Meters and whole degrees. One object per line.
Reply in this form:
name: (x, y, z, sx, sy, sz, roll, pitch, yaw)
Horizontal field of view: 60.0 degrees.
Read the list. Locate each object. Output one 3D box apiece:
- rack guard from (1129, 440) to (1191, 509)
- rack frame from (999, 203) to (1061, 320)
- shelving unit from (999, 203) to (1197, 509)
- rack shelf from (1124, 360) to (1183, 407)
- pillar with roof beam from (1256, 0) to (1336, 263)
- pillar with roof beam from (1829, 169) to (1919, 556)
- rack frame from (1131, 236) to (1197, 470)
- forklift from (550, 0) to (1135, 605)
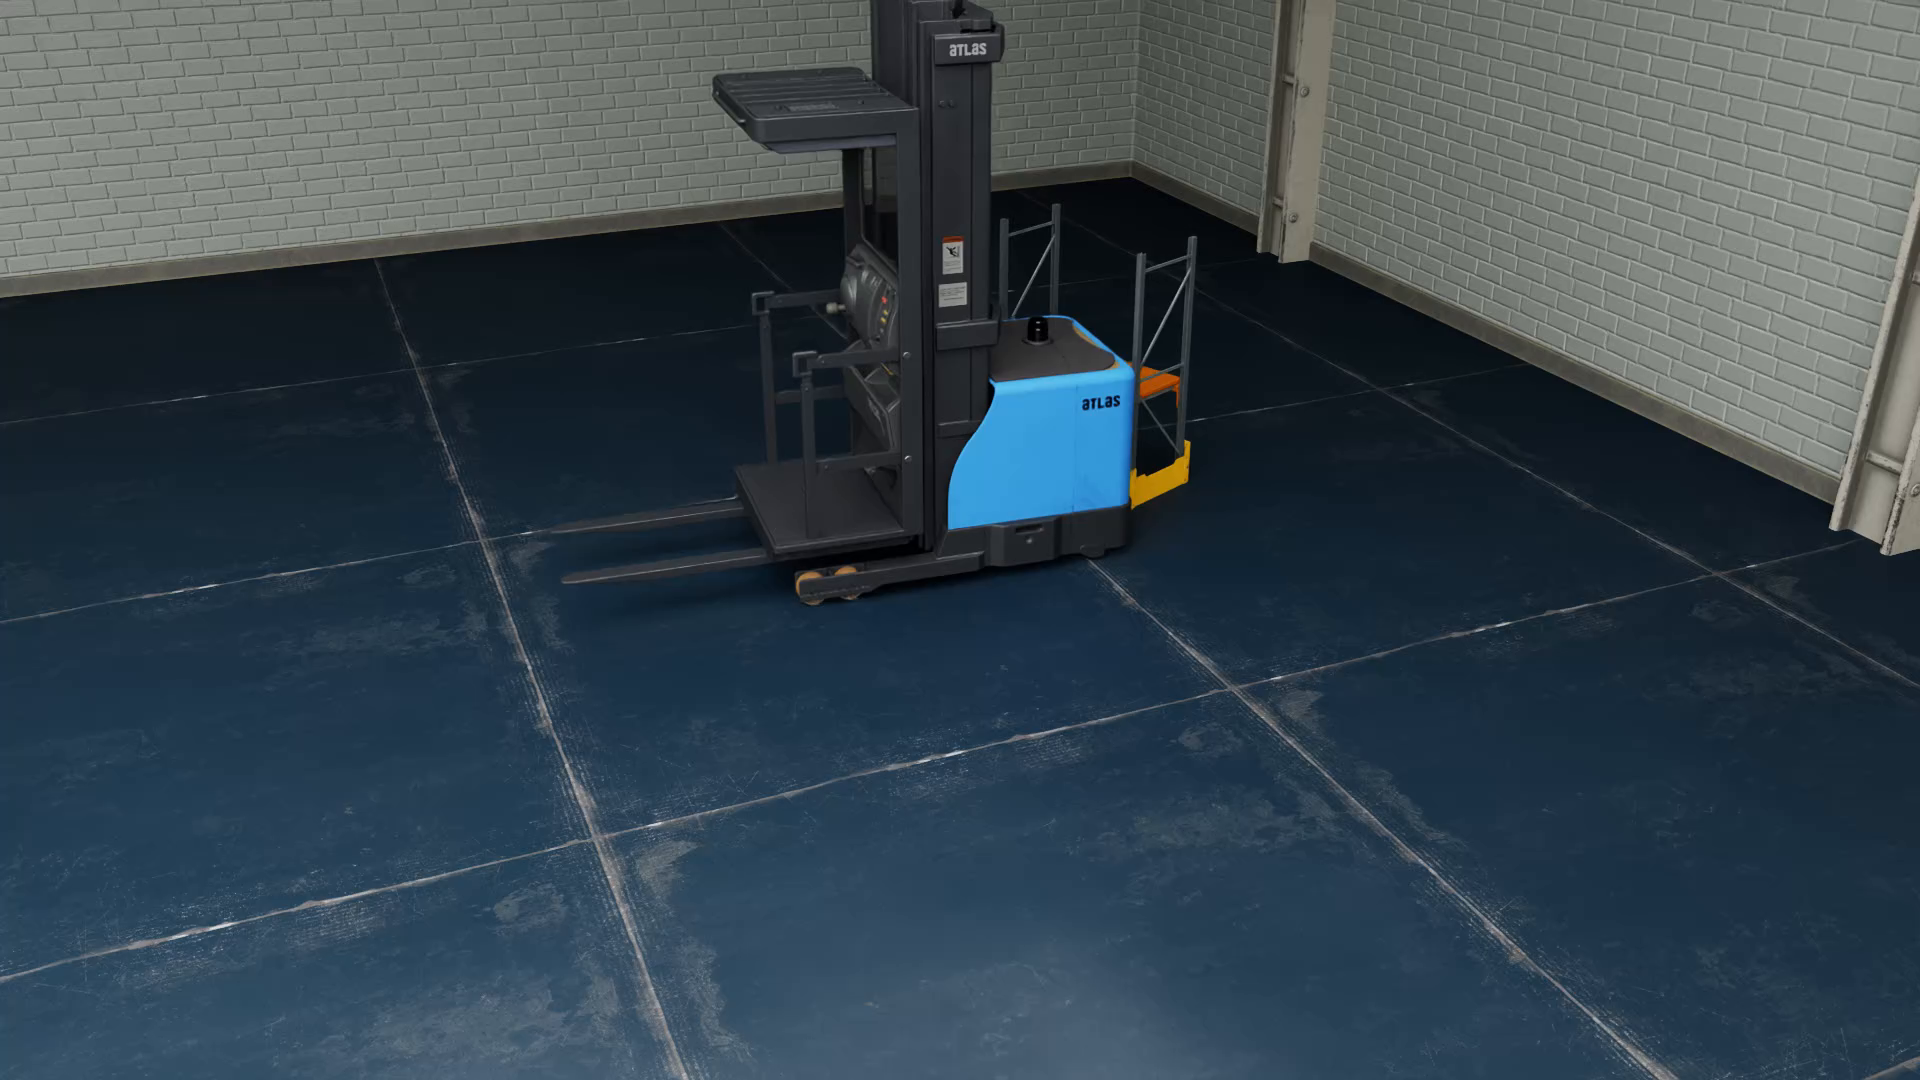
rack guard: (1.143, -0.387, 9.758, 0.087, 0.250, 0.587, 23, 34, 39)
rack frame: (0.417, -1.260, 10.122, 0.032, 1.500, 0.500, 23, 34, 39)
shelving unit: (0.787, -1.102, 9.797, 1.083, 1.500, 0.587, 23, 34, 39)
rack shelf: (0.781, -0.943, 9.882, 1.000, 0.185, 0.538, 23, 34, 39)
pillar with roof beam: (-1.186, -5.746, 10.761, 9.100, 9.000, 0.400, -11, 28, -21)
pillar with roof beam: (1.164, -3.323, 5.800, 9.100, 9.000, 0.400, -11, 28, -21)
rack frame: (1.144, -0.948, 9.483, 0.032, 1.500, 0.500, 23, 34, 39)
forklift: (-0.646, -1.244, 8.456, 3.031, 2.935, 1.130, -8, 27, -16)
